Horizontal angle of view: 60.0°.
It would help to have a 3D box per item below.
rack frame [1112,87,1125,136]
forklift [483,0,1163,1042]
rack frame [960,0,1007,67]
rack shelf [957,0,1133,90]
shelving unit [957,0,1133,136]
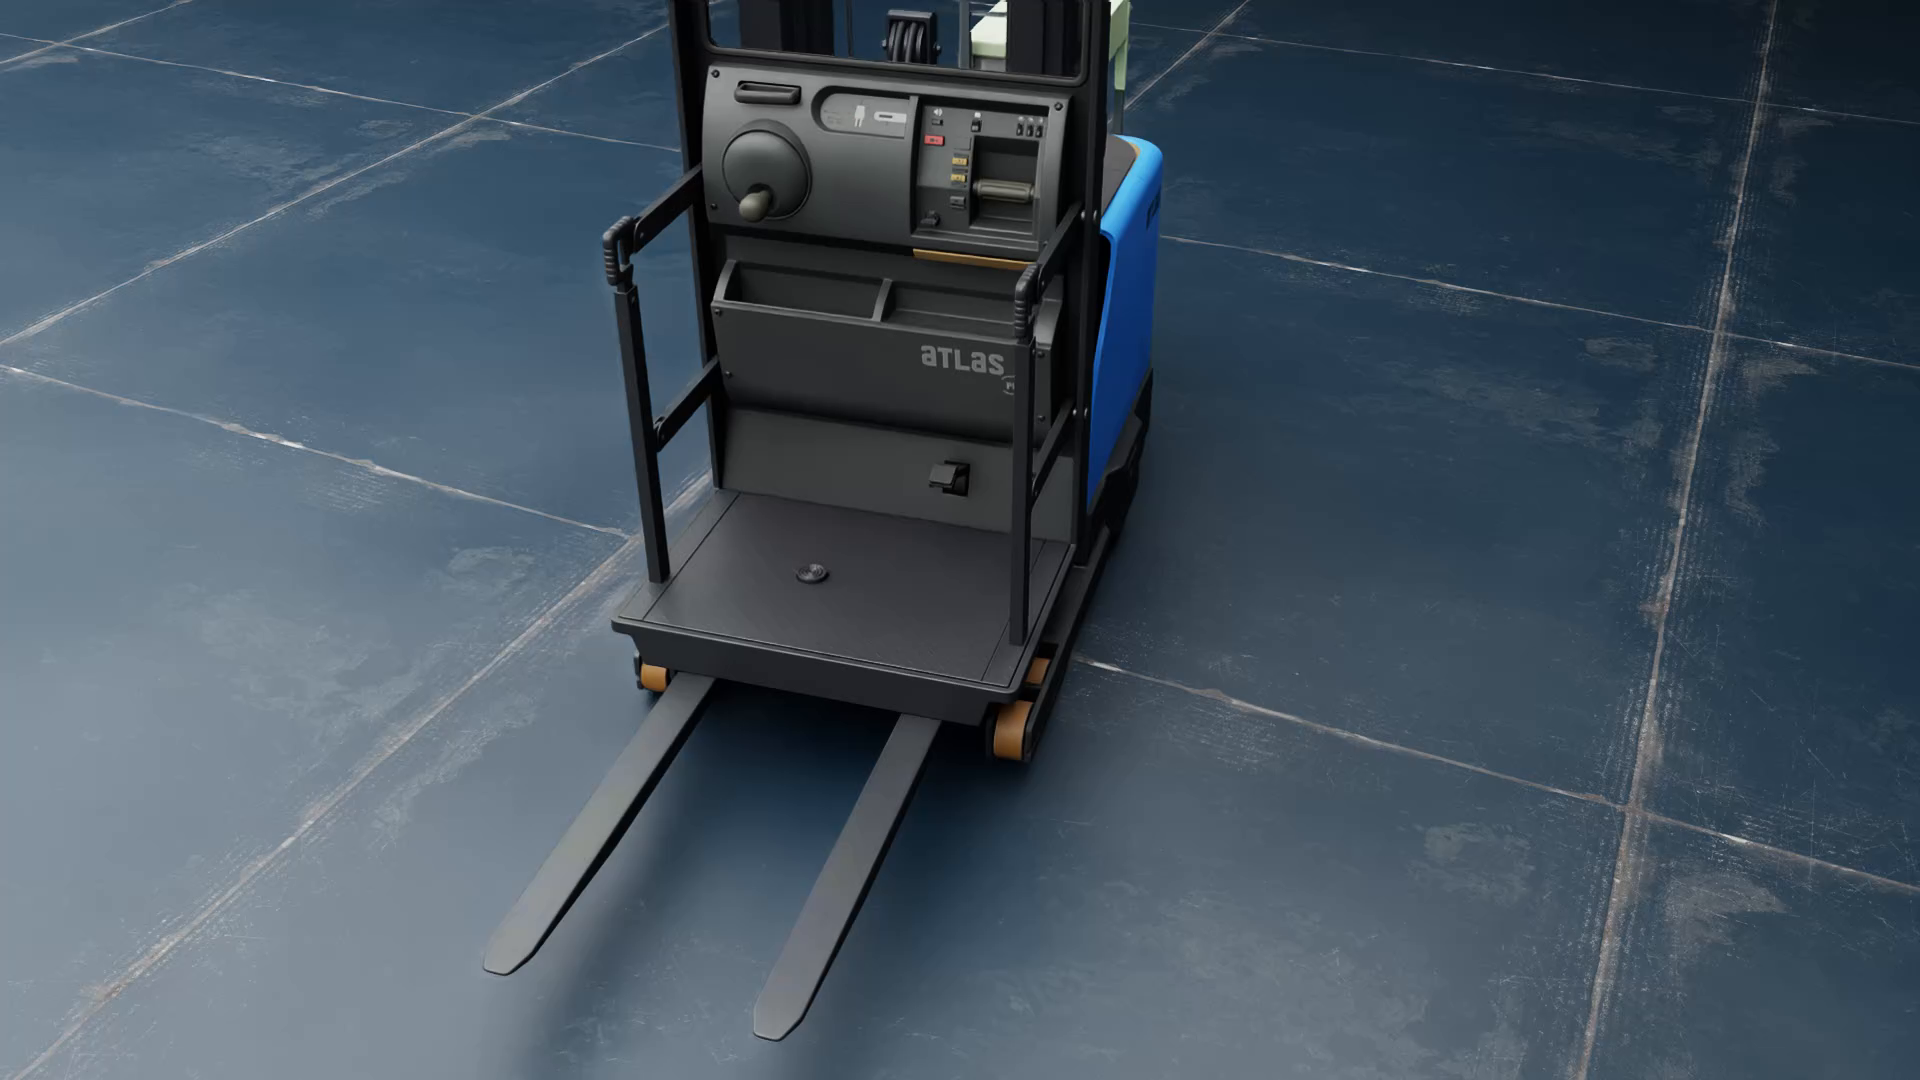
[{"bbox_3d":[0.400,-1.486,6.148,0.400,1.500,0.023,9,34,14],"label":"rack frame"},{"bbox_3d":[-0.253,-0.888,3.931,1.130,2.935,3.031,9,34,14],"label":"forklift"},{"bbox_3d":[0.194,-1.101,5.561,0.400,1.500,0.023,9,34,14],"label":"rack frame"},{"bbox_3d":[0.297,-1.620,5.640,0.431,0.370,0.720,9,34,14],"label":"rack shelf"},{"bbox_3d":[0.297,-1.293,5.854,0.431,1.500,0.755,9,34,14],"label":"shelving unit"}]
